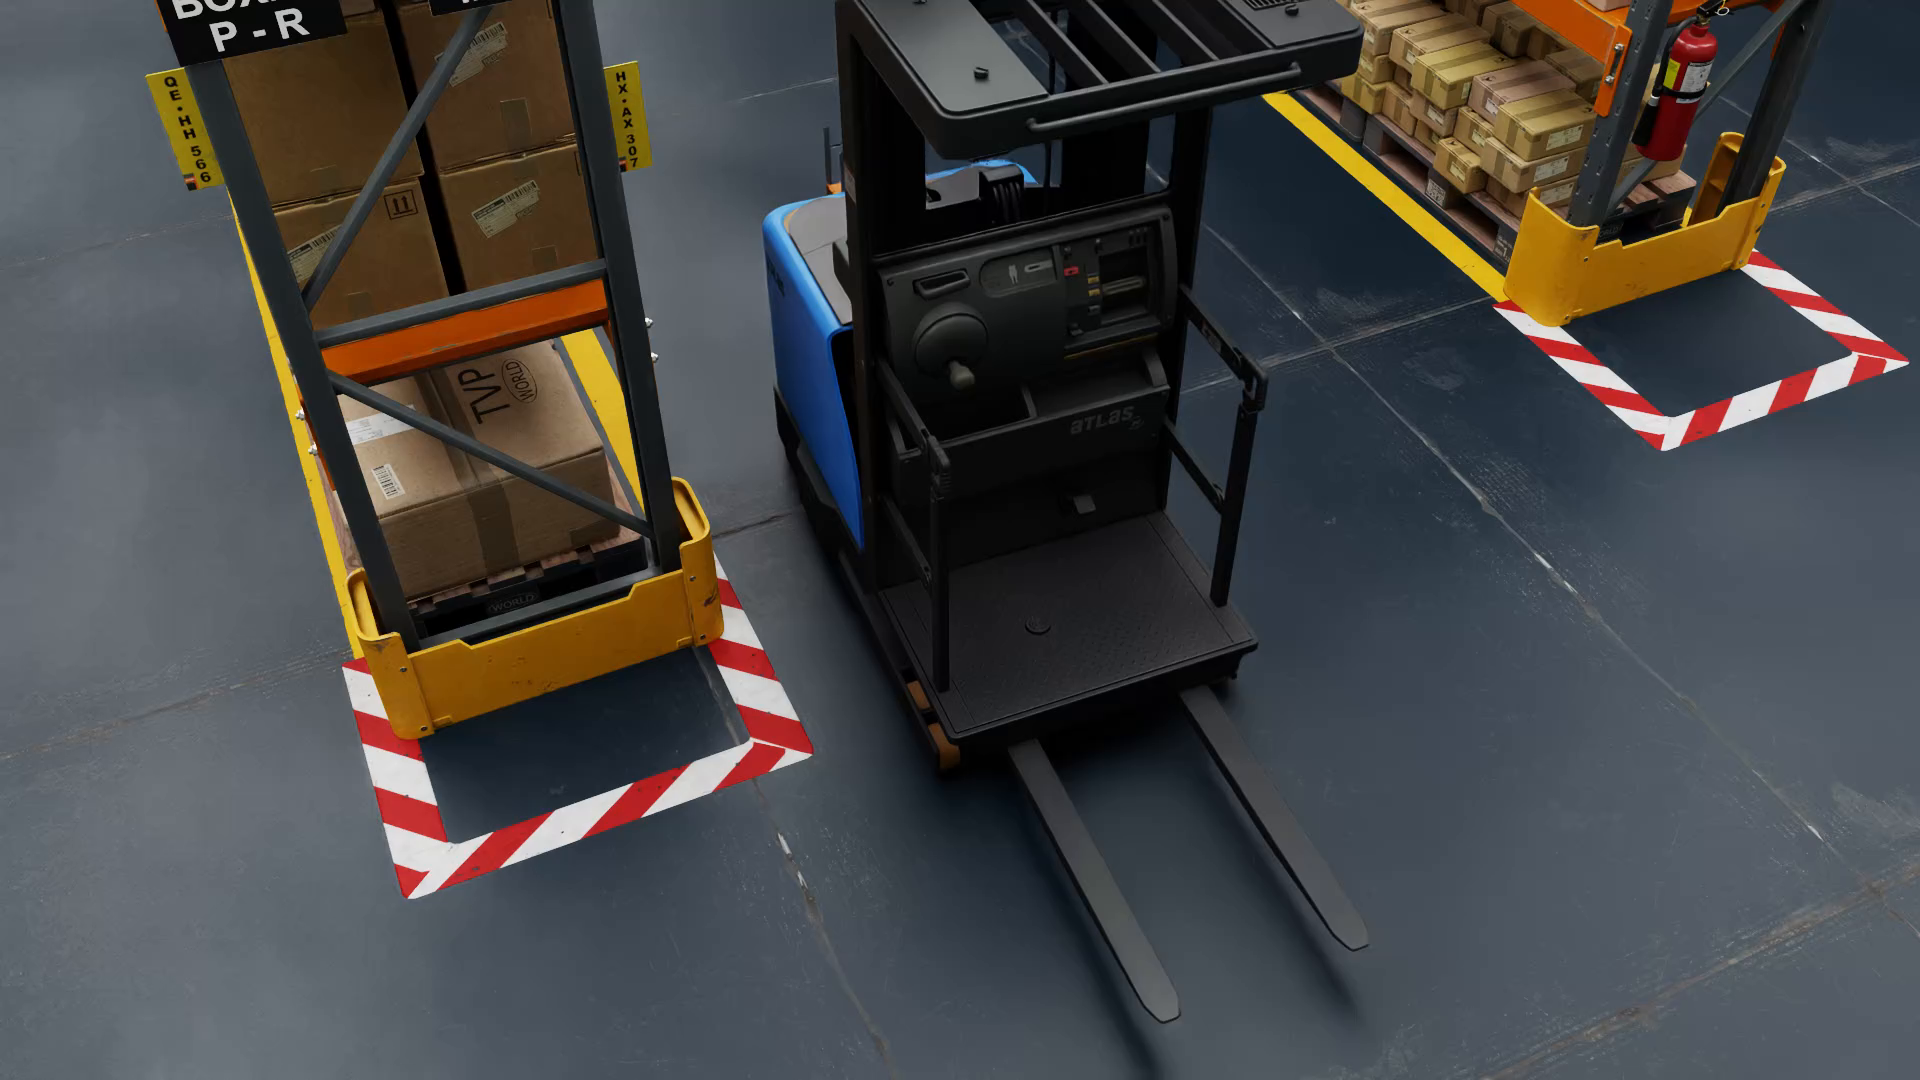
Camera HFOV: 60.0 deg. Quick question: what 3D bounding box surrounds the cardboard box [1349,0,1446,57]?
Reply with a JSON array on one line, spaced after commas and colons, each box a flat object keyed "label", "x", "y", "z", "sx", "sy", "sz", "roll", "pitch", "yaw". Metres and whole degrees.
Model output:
[{"label": "cardboard box", "x": 2.073, "y": -2.457, "z": 7.912, "sx": 0.380, "sy": 0.149, "sz": 0.250, "roll": -16, "pitch": 47, "yaw": -16}]

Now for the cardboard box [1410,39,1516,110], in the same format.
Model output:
[{"label": "cardboard box", "x": 2.287, "y": -2.119, "z": 7.569, "sx": 0.380, "sy": 0.149, "sz": 0.250, "roll": -19, "pitch": 48, "yaw": -18}]

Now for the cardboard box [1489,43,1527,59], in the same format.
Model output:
[{"label": "cardboard box", "x": 2.774, "y": -2.372, "z": 8.037, "sx": 0.380, "sy": 0.149, "sz": 0.250, "roll": -17, "pitch": 47, "yaw": -16}]

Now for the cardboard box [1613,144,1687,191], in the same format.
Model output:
[{"label": "cardboard box", "x": 3.088, "y": -1.768, "z": 7.637, "sx": 0.380, "sy": 0.149, "sz": 0.250, "roll": -17, "pitch": 47, "yaw": -17}]

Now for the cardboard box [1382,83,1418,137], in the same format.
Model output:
[{"label": "cardboard box", "x": 2.258, "y": -2.095, "z": 7.968, "sx": 0.380, "sy": 0.149, "sz": 0.250, "roll": -18, "pitch": 47, "yaw": -17}]

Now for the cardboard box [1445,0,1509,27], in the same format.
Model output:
[{"label": "cardboard box", "x": 2.603, "y": -2.637, "z": 8.095, "sx": 0.380, "sy": 0.149, "sz": 0.250, "roll": -16, "pitch": 47, "yaw": -16}]

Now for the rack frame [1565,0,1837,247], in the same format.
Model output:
[{"label": "rack frame", "x": 3.018, "y": -2.205, "z": 6.349, "sx": 1.000, "sy": 3.000, "sz": 0.127, "roll": -18, "pitch": 47, "yaw": -17}]

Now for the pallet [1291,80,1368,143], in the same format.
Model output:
[{"label": "pallet", "x": 2.167, "y": -2.565, "z": 8.700, "sx": 1.003, "sy": 0.211, "sz": 1.213, "roll": -18, "pitch": 47, "yaw": -17}]

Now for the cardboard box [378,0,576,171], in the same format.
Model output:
[{"label": "cardboard box", "x": -1.374, "y": -1.460, "z": 4.811, "sx": 0.500, "sy": 0.500, "sz": 0.500, "roll": -19, "pitch": 48, "yaw": -18}]

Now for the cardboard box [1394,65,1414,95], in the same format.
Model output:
[{"label": "cardboard box", "x": 2.297, "y": -2.230, "z": 7.893, "sx": 0.380, "sy": 0.149, "sz": 0.250, "roll": -19, "pitch": 48, "yaw": -18}]

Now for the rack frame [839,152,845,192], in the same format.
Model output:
[{"label": "rack frame", "x": -0.319, "y": -0.988, "z": 6.397, "sx": 0.240, "sy": 1.200, "sz": 0.006, "roll": -16, "pitch": 47, "yaw": -15}]

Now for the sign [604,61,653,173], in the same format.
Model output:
[{"label": "sign", "x": -0.925, "y": -1.175, "z": 4.633, "sx": 0.100, "sy": 0.325, "sz": 0.005, "roll": -18, "pitch": 47, "yaw": -17}]

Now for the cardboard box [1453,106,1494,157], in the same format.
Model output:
[{"label": "cardboard box", "x": 2.476, "y": -1.880, "z": 7.539, "sx": 0.380, "sy": 0.149, "sz": 0.250, "roll": -19, "pitch": 48, "yaw": -18}]

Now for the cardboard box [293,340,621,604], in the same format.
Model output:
[{"label": "cardboard box", "x": -1.799, "y": -0.307, "z": 5.951, "sx": 0.875, "sy": 0.438, "sz": 0.875, "roll": -20, "pitch": 48, "yaw": -19}]

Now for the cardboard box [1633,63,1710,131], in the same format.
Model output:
[{"label": "cardboard box", "x": 3.106, "y": -1.986, "z": 7.434, "sx": 0.380, "sy": 0.149, "sz": 0.250, "roll": -20, "pitch": 48, "yaw": -19}]

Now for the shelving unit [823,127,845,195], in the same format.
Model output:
[{"label": "shelving unit", "x": -0.353, "y": -1.048, "z": 6.457, "sx": 0.258, "sy": 1.200, "sz": 0.189, "roll": -16, "pitch": 47, "yaw": -15}]

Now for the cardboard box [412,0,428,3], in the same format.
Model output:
[{"label": "cardboard box", "x": -1.329, "y": -1.609, "z": 4.500, "sx": 0.380, "sy": 0.149, "sz": 0.250, "roll": -17, "pitch": 47, "yaw": -17}]

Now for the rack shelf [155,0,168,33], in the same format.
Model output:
[{"label": "rack shelf", "x": -2.272, "y": -2.765, "z": 5.293, "sx": 1.077, "sy": 0.370, "sz": 4.000, "roll": -18, "pitch": 47, "yaw": -17}]

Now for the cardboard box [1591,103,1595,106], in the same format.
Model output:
[{"label": "cardboard box", "x": 2.966, "y": -2.047, "z": 7.707, "sx": 0.380, "sy": 0.149, "sz": 0.250, "roll": -18, "pitch": 47, "yaw": -18}]

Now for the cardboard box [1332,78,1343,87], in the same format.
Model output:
[{"label": "cardboard box", "x": 1.998, "y": -2.419, "z": 8.297, "sx": 0.380, "sy": 0.149, "sz": 0.250, "roll": -17, "pitch": 47, "yaw": -17}]

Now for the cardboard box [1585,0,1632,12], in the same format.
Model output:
[{"label": "cardboard box", "x": 2.624, "y": -2.240, "z": 6.563, "sx": 0.380, "sy": 0.149, "sz": 0.250, "roll": -18, "pitch": 47, "yaw": -17}]

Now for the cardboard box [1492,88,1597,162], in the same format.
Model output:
[{"label": "cardboard box", "x": 2.565, "y": -1.814, "z": 7.260, "sx": 0.380, "sy": 0.149, "sz": 0.250, "roll": -18, "pitch": 47, "yaw": -17}]

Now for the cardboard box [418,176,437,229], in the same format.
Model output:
[{"label": "cardboard box", "x": -1.610, "y": -1.419, "z": 5.482, "sx": 0.500, "sy": 0.500, "sz": 0.500, "roll": -19, "pitch": 48, "yaw": -18}]

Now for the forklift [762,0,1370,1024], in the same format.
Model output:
[{"label": "forklift", "x": 0.299, "y": -0.626, "z": 4.797, "sx": 1.130, "sy": 2.935, "sz": 3.031, "roll": -16, "pitch": 47, "yaw": -15}]

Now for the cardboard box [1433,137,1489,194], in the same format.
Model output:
[{"label": "cardboard box", "x": 2.407, "y": -1.748, "z": 7.616, "sx": 0.380, "sy": 0.149, "sz": 0.250, "roll": -17, "pitch": 47, "yaw": -16}]

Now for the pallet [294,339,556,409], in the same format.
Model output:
[{"label": "pallet", "x": -2.347, "y": -0.949, "z": 7.062, "sx": 1.003, "sy": 0.211, "sz": 1.213, "roll": -18, "pitch": 47, "yaw": -17}]

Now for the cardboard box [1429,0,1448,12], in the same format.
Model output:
[{"label": "cardboard box", "x": 2.424, "y": -2.674, "z": 8.343, "sx": 0.380, "sy": 0.149, "sz": 0.250, "roll": -16, "pitch": 47, "yaw": -15}]

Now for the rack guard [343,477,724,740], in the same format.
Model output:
[{"label": "rack guard", "x": -1.421, "y": 0.226, "z": 5.665, "sx": 1.175, "sy": 0.500, "sz": 0.348, "roll": -18, "pitch": 47, "yaw": -17}]

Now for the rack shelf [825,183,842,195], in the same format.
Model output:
[{"label": "rack shelf", "x": -0.353, "y": -1.272, "z": 6.236, "sx": 0.258, "sy": 0.103, "sz": 0.180, "roll": -16, "pitch": 47, "yaw": -15}]

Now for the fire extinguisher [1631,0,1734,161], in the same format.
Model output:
[{"label": "fire extinguisher", "x": 2.705, "y": -1.748, "z": 6.206, "sx": 0.296, "sy": 0.674, "sz": 0.183, "roll": -18, "pitch": 47, "yaw": -17}]

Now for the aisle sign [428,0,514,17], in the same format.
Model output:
[{"label": "aisle sign", "x": -1.138, "y": -1.644, "z": 3.930, "sx": 0.394, "sy": 0.787, "sz": 0.004, "roll": -18, "pitch": 47, "yaw": -17}]

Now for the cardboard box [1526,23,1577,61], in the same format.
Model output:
[{"label": "cardboard box", "x": 2.891, "y": -2.324, "z": 7.777, "sx": 0.380, "sy": 0.149, "sz": 0.250, "roll": -18, "pitch": 47, "yaw": -18}]
